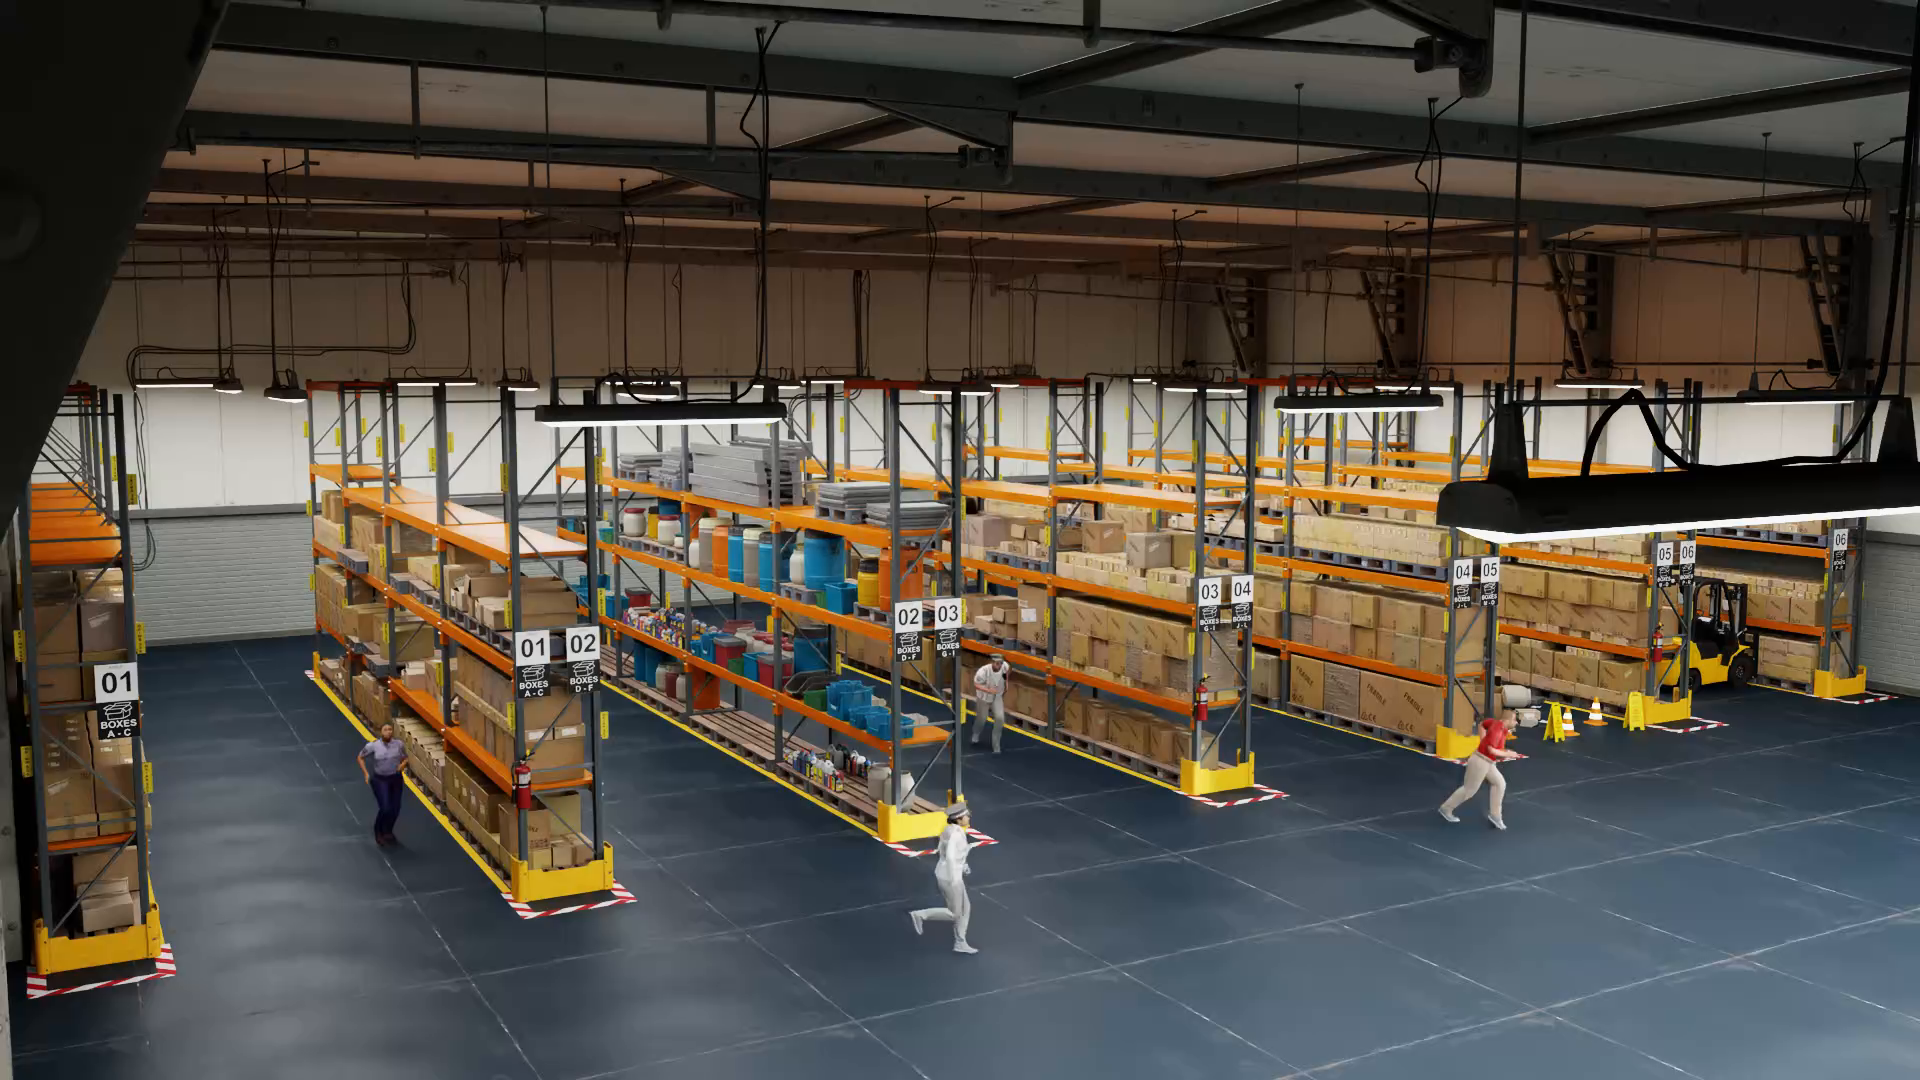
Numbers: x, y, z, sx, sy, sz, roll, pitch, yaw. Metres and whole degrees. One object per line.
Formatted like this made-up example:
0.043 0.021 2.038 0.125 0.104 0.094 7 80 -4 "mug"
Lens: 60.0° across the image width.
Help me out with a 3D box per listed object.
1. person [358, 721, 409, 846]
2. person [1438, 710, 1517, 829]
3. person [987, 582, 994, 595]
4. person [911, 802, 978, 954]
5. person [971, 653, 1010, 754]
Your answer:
-7.521 3.199 21.844 0.584 1.631 0.650 -5 8 -40 "person"
7.086 3.139 22.760 1.014 1.696 0.707 2 6 18 "person"
0.681 0.930 43.215 0.515 1.634 0.767 4 7 32 "person"
-0.171 3.645 17.851 0.737 1.667 0.637 -1 6 -9 "person"
0.474 2.646 27.272 0.706 1.721 1.015 -3 7 -23 "person"
